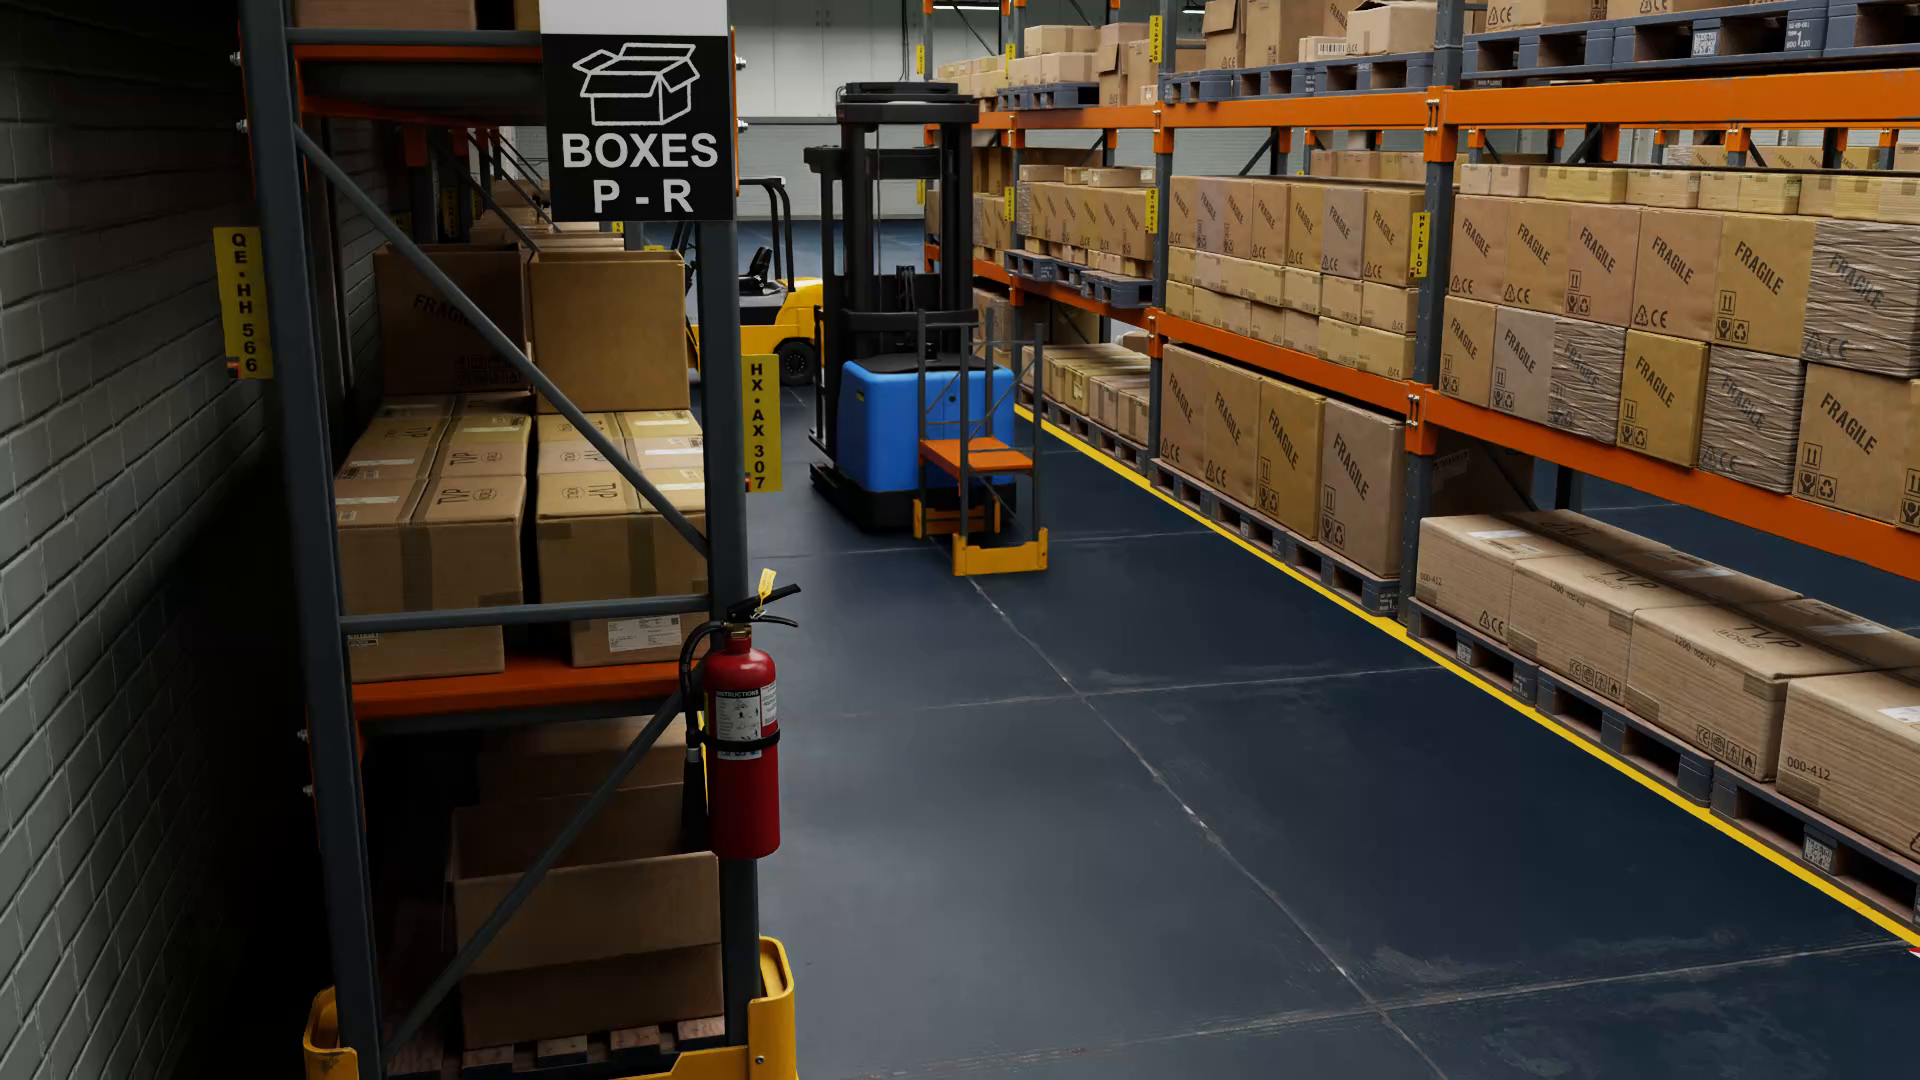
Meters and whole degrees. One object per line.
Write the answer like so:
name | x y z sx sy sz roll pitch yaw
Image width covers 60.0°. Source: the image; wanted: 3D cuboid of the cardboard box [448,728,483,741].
cardboard box | -1.910 0.703 6.852 0.380 0.149 0.250 -3 14 -14

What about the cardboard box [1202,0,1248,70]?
cardboard box | 2.182 -3.577 11.824 0.797 0.503 0.637 -4 14 -17

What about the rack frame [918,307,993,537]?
rack frame | -0.027 -0.767 10.908 0.500 1.500 0.032 -4 14 -15

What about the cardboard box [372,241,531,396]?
cardboard box | -1.846 -0.821 6.077 0.500 0.500 0.500 -4 14 -15

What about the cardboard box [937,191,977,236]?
cardboard box | 0.035 -3.738 19.071 0.500 0.500 0.500 -3 14 -11

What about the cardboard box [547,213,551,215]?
cardboard box | -3.245 -2.651 13.881 0.380 0.149 0.250 -4 14 -15

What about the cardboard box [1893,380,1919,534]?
cardboard box | 3.455 -0.243 5.392 0.500 0.500 0.500 -3 14 -13

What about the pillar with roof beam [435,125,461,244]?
pillar with roof beam | -1.284 -6.455 18.388 9.100 9.000 0.400 -3 14 -13

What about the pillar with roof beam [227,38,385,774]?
pillar with roof beam | 1.534 -3.687 7.057 9.100 9.000 0.400 -3 14 -13

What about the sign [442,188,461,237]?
sign | -3.416 -2.197 11.160 0.100 0.325 0.005 -3 14 -13

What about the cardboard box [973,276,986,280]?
cardboard box | -0.005 -2.815 19.458 0.500 0.500 0.500 -4 14 -15

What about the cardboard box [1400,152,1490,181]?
cardboard box | 5.507 -4.103 18.809 0.875 0.550 0.550 -3 14 -13

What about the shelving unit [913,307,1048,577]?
shelving unit | 0.111 -0.649 10.424 0.587 1.500 1.083 -4 14 -15

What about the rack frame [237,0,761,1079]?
rack frame | -0.995 0.179 3.874 0.949 2.616 0.053 -3 14 -13

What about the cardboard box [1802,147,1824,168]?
cardboard box | 10.149 -4.302 19.269 0.500 0.500 0.500 -3 14 -13

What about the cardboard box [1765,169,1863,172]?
cardboard box | 3.579 -1.463 6.910 0.380 0.149 0.250 -3 14 -13

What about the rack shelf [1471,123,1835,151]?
rack shelf | 6.265 -3.812 15.406 1.077 0.370 4.000 -3 14 -13

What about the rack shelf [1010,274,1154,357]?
rack shelf | 1.477 -2.056 14.537 1.077 0.370 4.000 -3 14 -13

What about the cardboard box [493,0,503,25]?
cardboard box | -1.736 -1.789 5.299 0.500 0.250 0.500 -3 14 -12

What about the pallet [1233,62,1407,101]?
pallet | 2.415 -2.906 10.579 1.003 0.211 1.213 -3 14 -11

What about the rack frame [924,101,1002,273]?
rack frame | 0.068 -3.789 20.117 1.000 3.000 0.127 -3 14 -13

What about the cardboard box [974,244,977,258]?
cardboard box | 0.363 -3.097 17.811 0.380 0.149 0.250 -4 14 -14

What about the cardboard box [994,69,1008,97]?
cardboard box | 0.642 -4.483 16.324 0.500 0.250 0.500 -3 14 -14

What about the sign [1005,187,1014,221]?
sign | 0.482 -3.255 16.107 0.100 0.325 0.005 -3 14 -13

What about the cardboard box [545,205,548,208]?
cardboard box | -3.786 -3.159 15.960 0.380 0.149 0.250 -3 14 -13

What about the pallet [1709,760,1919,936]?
pallet | 3.562 1.076 6.077 1.003 0.211 1.213 -3 14 -13

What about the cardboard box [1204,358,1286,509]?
cardboard box | 2.234 -0.746 11.251 0.875 0.875 0.875 -3 14 -13

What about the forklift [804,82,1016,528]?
forklift | -0.509 -1.812 12.166 1.130 2.935 3.031 -4 14 -15

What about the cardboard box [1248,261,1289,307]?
cardboard box | 2.158 -1.630 10.543 0.500 0.250 0.500 -3 14 -12

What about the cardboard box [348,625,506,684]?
cardboard box | -1.337 0.240 4.155 0.380 0.149 0.250 -3 14 -14

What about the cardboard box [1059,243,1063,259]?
cardboard box | 1.097 -2.565 14.752 0.380 0.149 0.250 -3 14 -13

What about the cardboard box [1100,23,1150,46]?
cardboard box | 1.529 -4.337 14.416 0.500 0.250 0.500 -3 14 -12

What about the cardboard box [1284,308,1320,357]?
cardboard box | 2.318 -1.273 10.132 0.500 0.250 0.500 -4 14 -15

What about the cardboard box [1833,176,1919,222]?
cardboard box | 3.302 -1.192 5.801 0.380 0.149 0.250 -3 14 -12

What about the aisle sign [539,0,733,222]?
aisle sign | -0.697 -1.084 3.567 0.394 0.787 0.004 -3 14 -13

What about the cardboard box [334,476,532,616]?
cardboard box | -1.364 0.016 4.230 0.500 0.250 0.500 -3 14 -12

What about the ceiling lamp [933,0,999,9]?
ceiling lamp | 0.193 -15.757 44.162 2.000 3.185 0.800 -3 14 -13

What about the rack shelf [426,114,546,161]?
rack shelf | -2.407 -2.313 9.268 1.077 0.370 4.000 -3 14 -13

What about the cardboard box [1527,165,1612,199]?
cardboard box | 2.885 -1.668 7.751 0.380 0.149 0.250 -3 14 -14

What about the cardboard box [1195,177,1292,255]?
cardboard box | 1.951 -2.237 11.445 0.500 0.500 0.500 -3 14 -13

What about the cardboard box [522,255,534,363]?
cardboard box | -1.834 -1.120 8.096 0.700 0.500 0.500 -3 14 -12

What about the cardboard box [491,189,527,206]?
cardboard box | -4.185 -3.154 15.313 0.380 0.149 0.250 -3 14 -13

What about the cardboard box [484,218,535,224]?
cardboard box | -3.529 -2.447 13.045 0.380 0.149 0.250 -3 14 -12

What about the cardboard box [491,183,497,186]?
cardboard box | -4.684 -3.625 17.240 0.380 0.149 0.250 -4 14 -15

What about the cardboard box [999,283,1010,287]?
cardboard box | 0.747 -2.615 18.638 0.500 0.500 0.500 -4 14 -15

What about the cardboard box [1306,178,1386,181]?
cardboard box | 2.561 -2.141 11.051 0.500 0.500 0.500 -3 14 -13

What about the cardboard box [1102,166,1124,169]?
cardboard box | 1.510 -3.327 15.134 0.380 0.149 0.250 -4 14 -15

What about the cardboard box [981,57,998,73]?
cardboard box | 0.423 -4.823 16.878 0.380 0.149 0.250 -3 14 -12

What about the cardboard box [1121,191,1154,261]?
cardboard box | 1.570 -2.430 12.832 0.500 0.500 0.500 -4 14 -15

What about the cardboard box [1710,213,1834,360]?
cardboard box | 3.217 -0.964 6.234 0.500 0.500 0.500 -3 14 -13

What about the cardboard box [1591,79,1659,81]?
cardboard box | 6.054 -4.387 14.936 0.500 0.500 0.500 -3 14 -13
